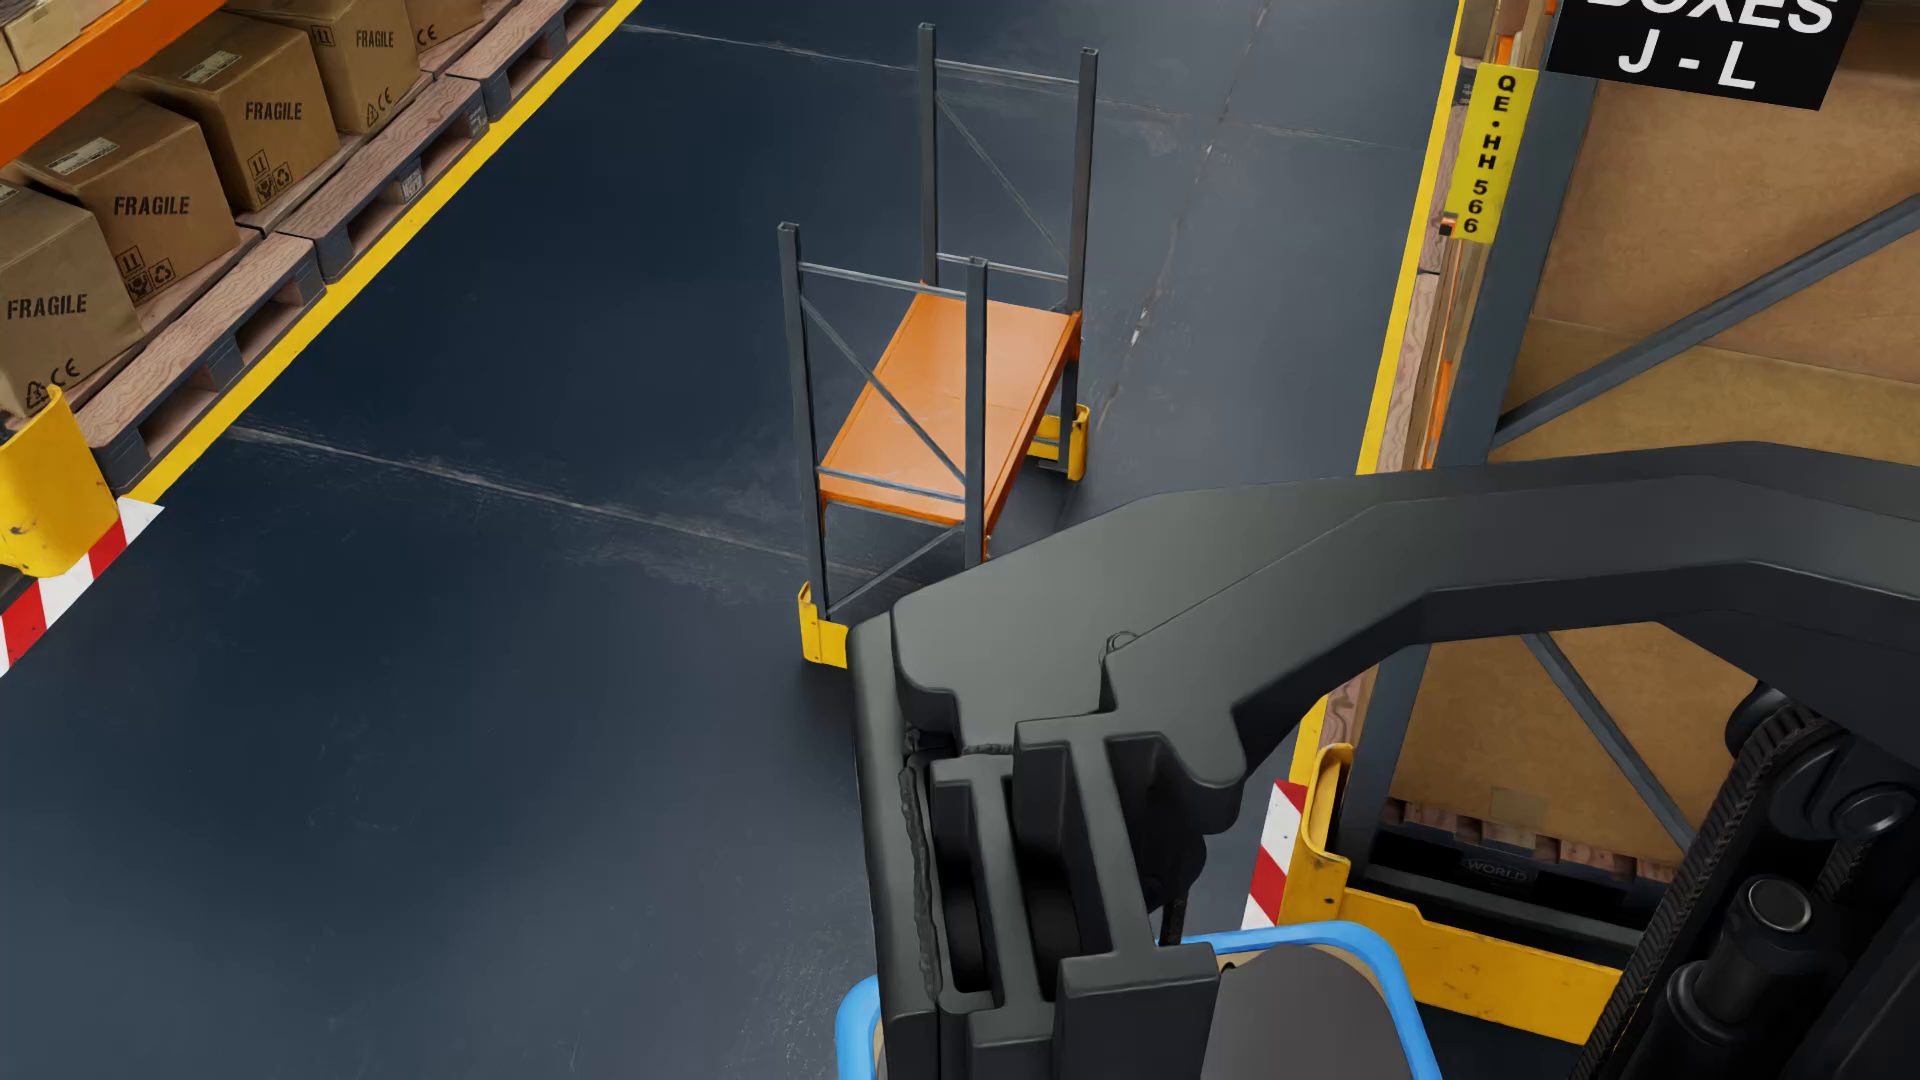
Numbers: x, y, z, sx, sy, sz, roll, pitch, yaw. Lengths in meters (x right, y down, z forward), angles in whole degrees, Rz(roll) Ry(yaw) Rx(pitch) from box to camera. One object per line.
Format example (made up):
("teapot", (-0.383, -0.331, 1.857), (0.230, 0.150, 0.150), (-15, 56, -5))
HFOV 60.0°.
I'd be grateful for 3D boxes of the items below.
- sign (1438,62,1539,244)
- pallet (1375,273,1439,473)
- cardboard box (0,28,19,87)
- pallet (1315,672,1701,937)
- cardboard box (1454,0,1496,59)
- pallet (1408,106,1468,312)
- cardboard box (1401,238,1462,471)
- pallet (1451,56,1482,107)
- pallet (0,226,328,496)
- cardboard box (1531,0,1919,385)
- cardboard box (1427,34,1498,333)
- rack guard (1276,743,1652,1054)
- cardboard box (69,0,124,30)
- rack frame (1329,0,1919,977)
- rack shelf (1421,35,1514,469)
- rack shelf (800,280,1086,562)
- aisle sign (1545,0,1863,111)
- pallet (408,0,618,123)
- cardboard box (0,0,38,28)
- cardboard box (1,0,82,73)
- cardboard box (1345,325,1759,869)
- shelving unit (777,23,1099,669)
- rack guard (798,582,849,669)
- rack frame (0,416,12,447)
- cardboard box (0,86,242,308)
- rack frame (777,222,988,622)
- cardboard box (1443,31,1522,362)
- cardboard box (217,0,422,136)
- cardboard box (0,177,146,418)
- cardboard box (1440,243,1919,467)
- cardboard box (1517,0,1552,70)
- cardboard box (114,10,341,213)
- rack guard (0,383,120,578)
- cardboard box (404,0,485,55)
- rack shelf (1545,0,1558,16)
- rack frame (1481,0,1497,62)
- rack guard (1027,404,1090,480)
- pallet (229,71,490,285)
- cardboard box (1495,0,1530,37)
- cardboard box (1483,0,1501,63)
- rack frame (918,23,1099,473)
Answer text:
("sign", (0.876, -0.635, 2.757), (0.100, 0.325, 0.005), (13, 46, 13))
("pallet", (1.928, -0.376, 5.483), (1.003, 0.211, 1.213), (13, 46, 13))
("cardboard box", (-2.900, -1.343, 4.657), (0.380, 0.149, 0.250), (13, 46, 13))
("pallet", (1.557, 0.435, 4.655), (1.003, 0.211, 1.213), (13, 46, 13))
("cardboard box", (2.703, -2.458, 6.925), (1.050, 0.750, 0.750), (12, 46, 12))
("pallet", (2.296, -1.192, 6.317), (1.003, 0.211, 1.213), (13, 46, 13))
("cardboard box", (1.796, -0.456, 4.790), (0.875, 0.875, 0.875), (12, 46, 12))
("pallet", (2.762, -2.212, 7.360), (1.003, 0.211, 1.213), (13, 46, 13))
("pallet", (-3.004, -0.718, 5.833), (1.003, 0.211, 1.213), (13, 46, 13))
("cardboard box", (1.539, -0.691, 2.932), (0.875, 0.550, 0.550), (13, 46, 13))
("cardboard box", (2.074, -1.063, 5.411), (0.875, 0.875, 0.875), (13, 46, 13))
("rack guard", (1.382, 0.897, 3.976), (1.175, 0.500, 0.348), (13, 46, 13))
("cardboard box", (-2.754, -1.677, 4.999), (0.380, 0.149, 0.250), (13, 46, 13))
("rack frame", (1.389, -0.013, 3.118), (1.000, 3.000, 0.127), (13, 46, 13))
("rack shelf", (1.995, -1.089, 4.732), (1.077, 0.370, 4.000), (13, 46, 13))
("rack shelf", (-0.026, -0.351, 4.793), (0.538, 0.185, 1.000), (13, 46, 13))
("aisle sign", (1.082, -0.958, 2.226), (0.394, 0.787, 0.004), (13, 46, 13))
("pallet", (-2.266, -2.345, 7.495), (1.003, 0.211, 1.213), (13, 46, 13))
("cardboard box", (-3.114, -1.633, 4.490), (0.875, 0.500, 0.500), (13, 46, 13))
("cardboard box", (-2.810, -1.506, 4.824), (0.380, 0.149, 0.250), (13, 46, 13))
("cardboard box", (1.532, 0.131, 4.191), (0.875, 0.875, 0.875), (13, 46, 13))
("shelving unit", (-0.023, -0.485, 4.674), (0.587, 1.500, 1.083), (13, 46, 13))
("rack guard", (-0.174, 0.293, 4.771), (0.587, 0.250, 0.087), (13, 46, 13))
("rack frame", (-3.307, -1.130, 4.261), (1.000, 3.000, 0.127), (13, 46, 13))
("cardboard box", (-2.954, -1.206, 5.824), (0.500, 0.500, 0.500), (24, 49, 23))
("rack frame", (-0.180, -0.140, 4.321), (0.500, 1.500, 0.032), (13, 46, 13))
("cardboard box", (1.604, -0.694, 3.708), (0.875, 0.550, 0.550), (13, 46, 13))
("cardboard box", (-2.534, -1.981, 6.617), (0.500, 0.500, 0.500), (9, 45, 9))
("cardboard box", (-3.102, -0.800, 5.410), (0.500, 0.500, 0.500), (21, 48, 20))
("cardboard box", (1.458, -0.323, 3.328), (0.875, 0.550, 0.550), (13, 46, 13))
("cardboard box", (1.617, -1.077, 3.327), (0.875, 0.550, 0.550), (13, 46, 13))
("cardboard box", (-2.746, -1.619, 6.247), (0.500, 0.500, 0.500), (17, 47, 16))
("rack guard", (-3.284, -0.288, 5.187), (1.175, 0.500, 0.348), (13, 46, 13))
("cardboard box", (-2.421, -2.412, 7.057), (0.500, 0.500, 0.500), (27, 50, 25))
("rack shelf", (1.995, -2.161, 3.683), (1.077, 0.370, 4.000), (13, 46, 13))
("rack frame", (2.601, -2.679, 5.843), (1.000, 3.000, 0.127), (13, 46, 13))
("rack guard", (0.128, -0.370, 5.450), (0.587, 0.250, 0.087), (13, 46, 13))
("pallet", (-2.633, -1.529, 6.662), (1.003, 0.211, 1.213), (13, 46, 13))
("cardboard box", (2.080, -1.777, 4.815), (0.875, 0.550, 0.550), (13, 46, 13))
("cardboard box", (2.343, -1.665, 6.026), (0.875, 0.875, 0.875), (13, 46, 13))
("rack frame", (0.128, -0.818, 5.014), (0.500, 1.500, 0.032), (13, 46, 13))
